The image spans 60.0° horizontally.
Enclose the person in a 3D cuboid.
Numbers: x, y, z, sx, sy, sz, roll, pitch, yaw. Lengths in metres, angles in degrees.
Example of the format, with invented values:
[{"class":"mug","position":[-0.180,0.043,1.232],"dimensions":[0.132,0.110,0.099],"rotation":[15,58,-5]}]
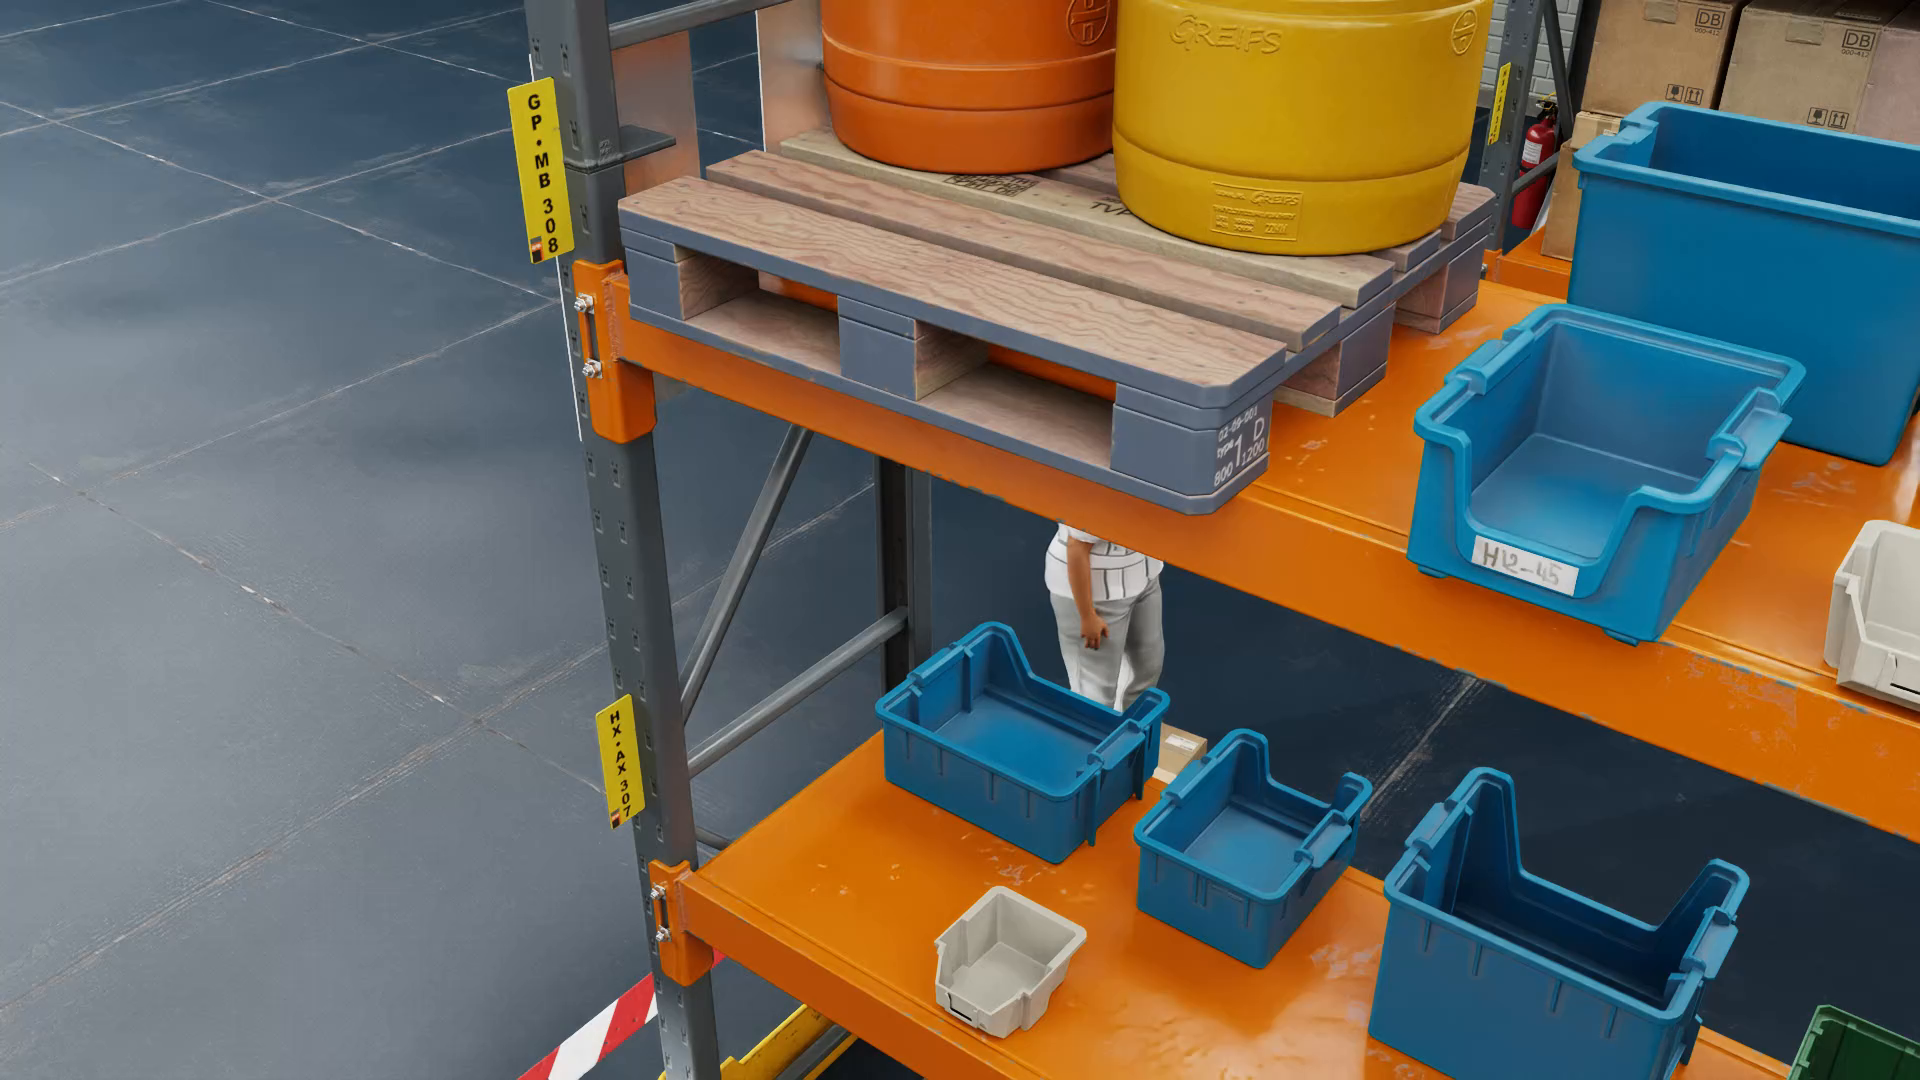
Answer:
[{"class":"person","position":[0.552,0.178,5.831],"dimensions":[0.469,1.665,0.561],"rotation":[19,36,28]}]
